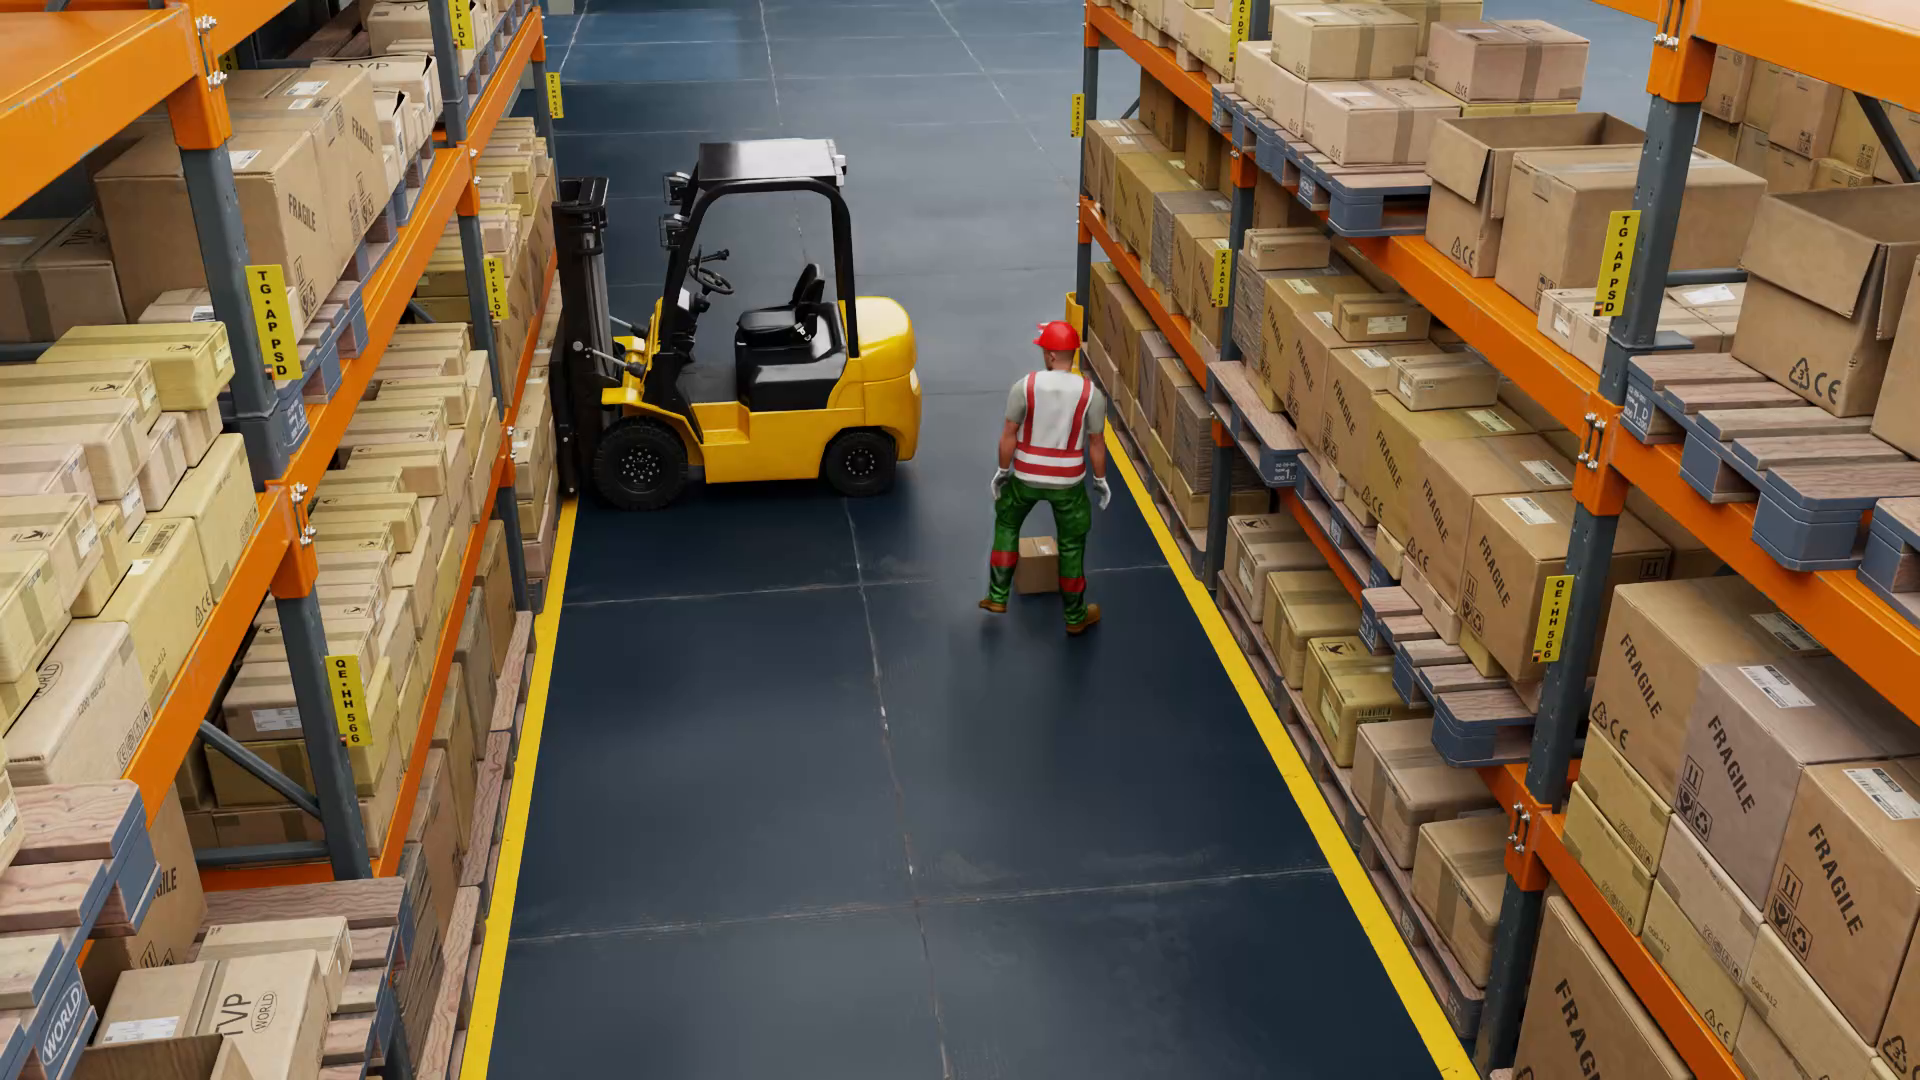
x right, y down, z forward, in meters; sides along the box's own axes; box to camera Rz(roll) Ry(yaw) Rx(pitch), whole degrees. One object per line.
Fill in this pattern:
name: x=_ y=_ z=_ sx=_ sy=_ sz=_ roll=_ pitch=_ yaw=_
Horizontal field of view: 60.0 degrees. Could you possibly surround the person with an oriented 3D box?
person: x=0.471 y=-0.348 z=9.241 sx=0.737 sy=1.781 sz=0.390 roll=5 pitch=27 yaw=11
